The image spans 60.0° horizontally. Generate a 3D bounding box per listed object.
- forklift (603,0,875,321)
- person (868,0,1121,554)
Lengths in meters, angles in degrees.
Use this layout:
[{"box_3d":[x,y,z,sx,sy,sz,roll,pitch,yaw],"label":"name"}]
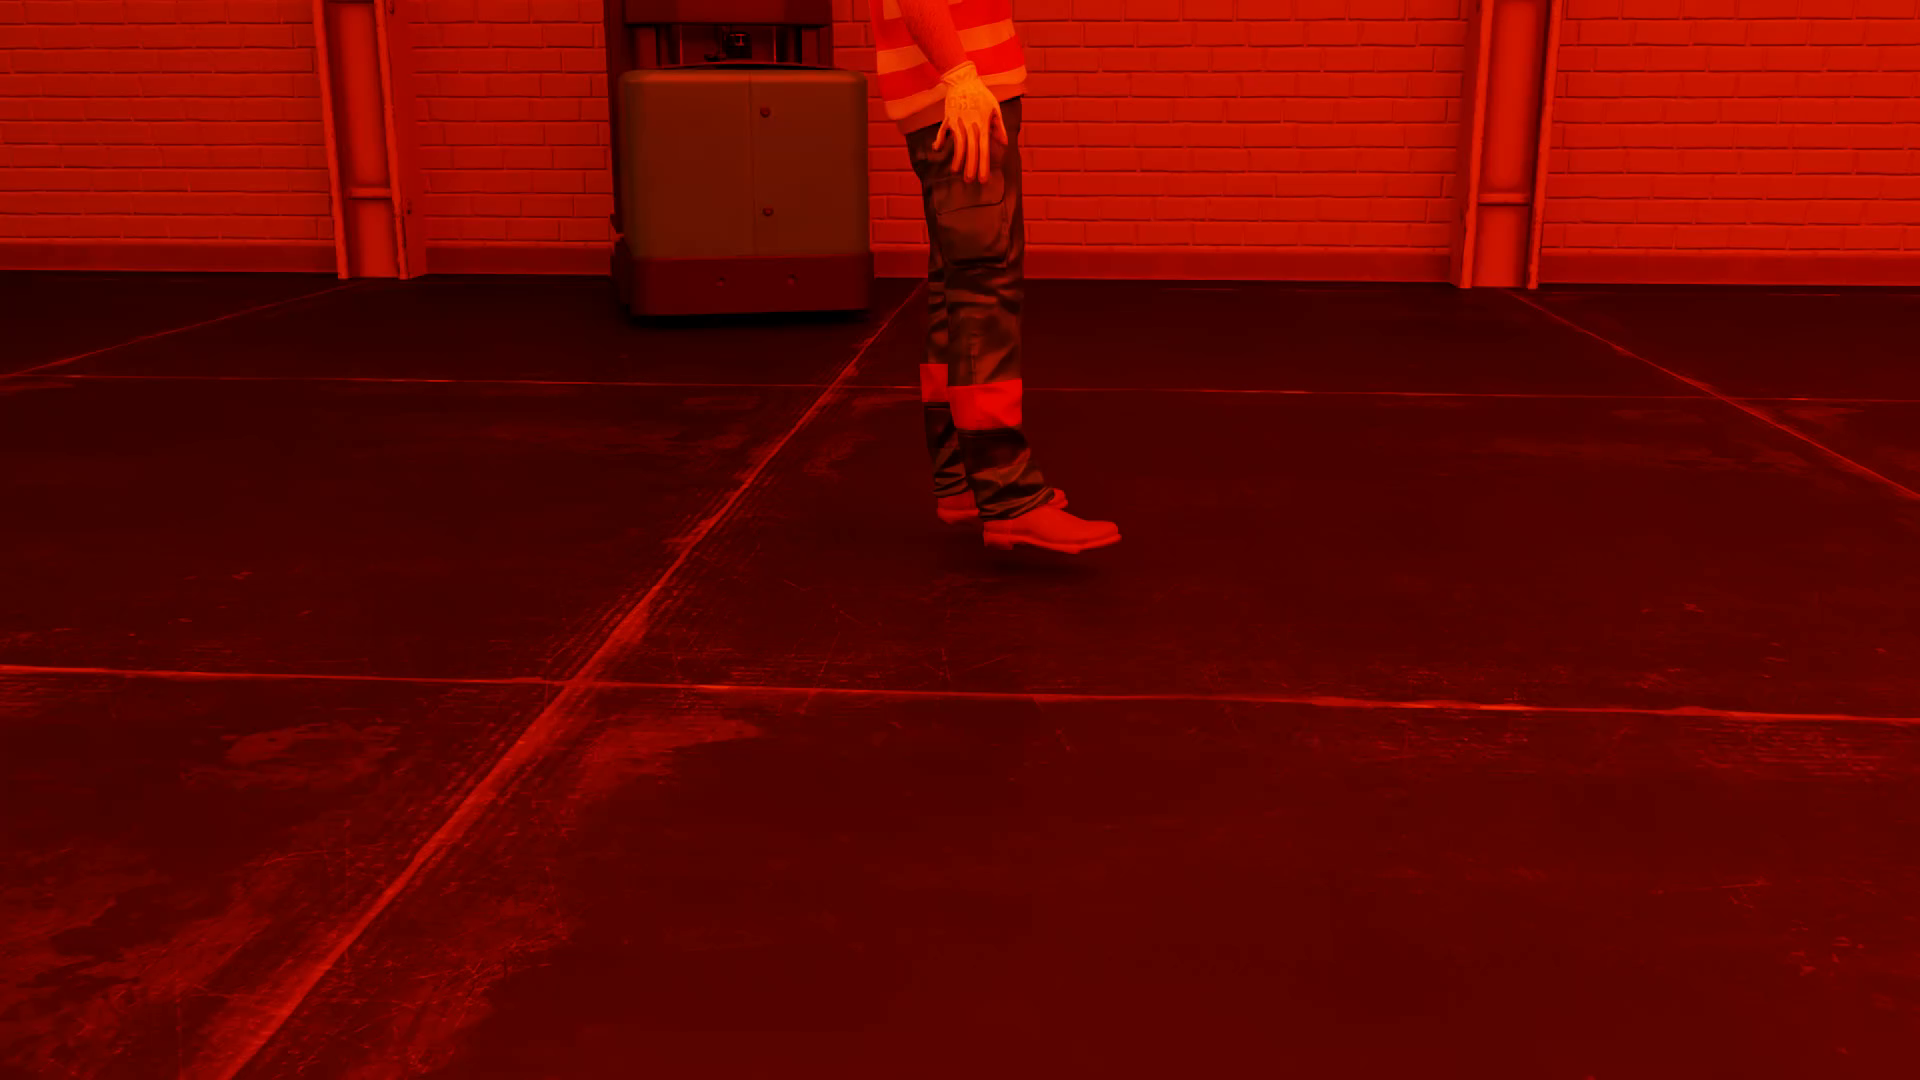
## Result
[{"box_3d":[-1.213,-2.704,8.176,1.130,2.935,3.031,-4,16,-13],"label":"forklift"},{"box_3d":[0.079,-0.904,3.549,0.561,1.789,0.637,1,15,4],"label":"person"}]
